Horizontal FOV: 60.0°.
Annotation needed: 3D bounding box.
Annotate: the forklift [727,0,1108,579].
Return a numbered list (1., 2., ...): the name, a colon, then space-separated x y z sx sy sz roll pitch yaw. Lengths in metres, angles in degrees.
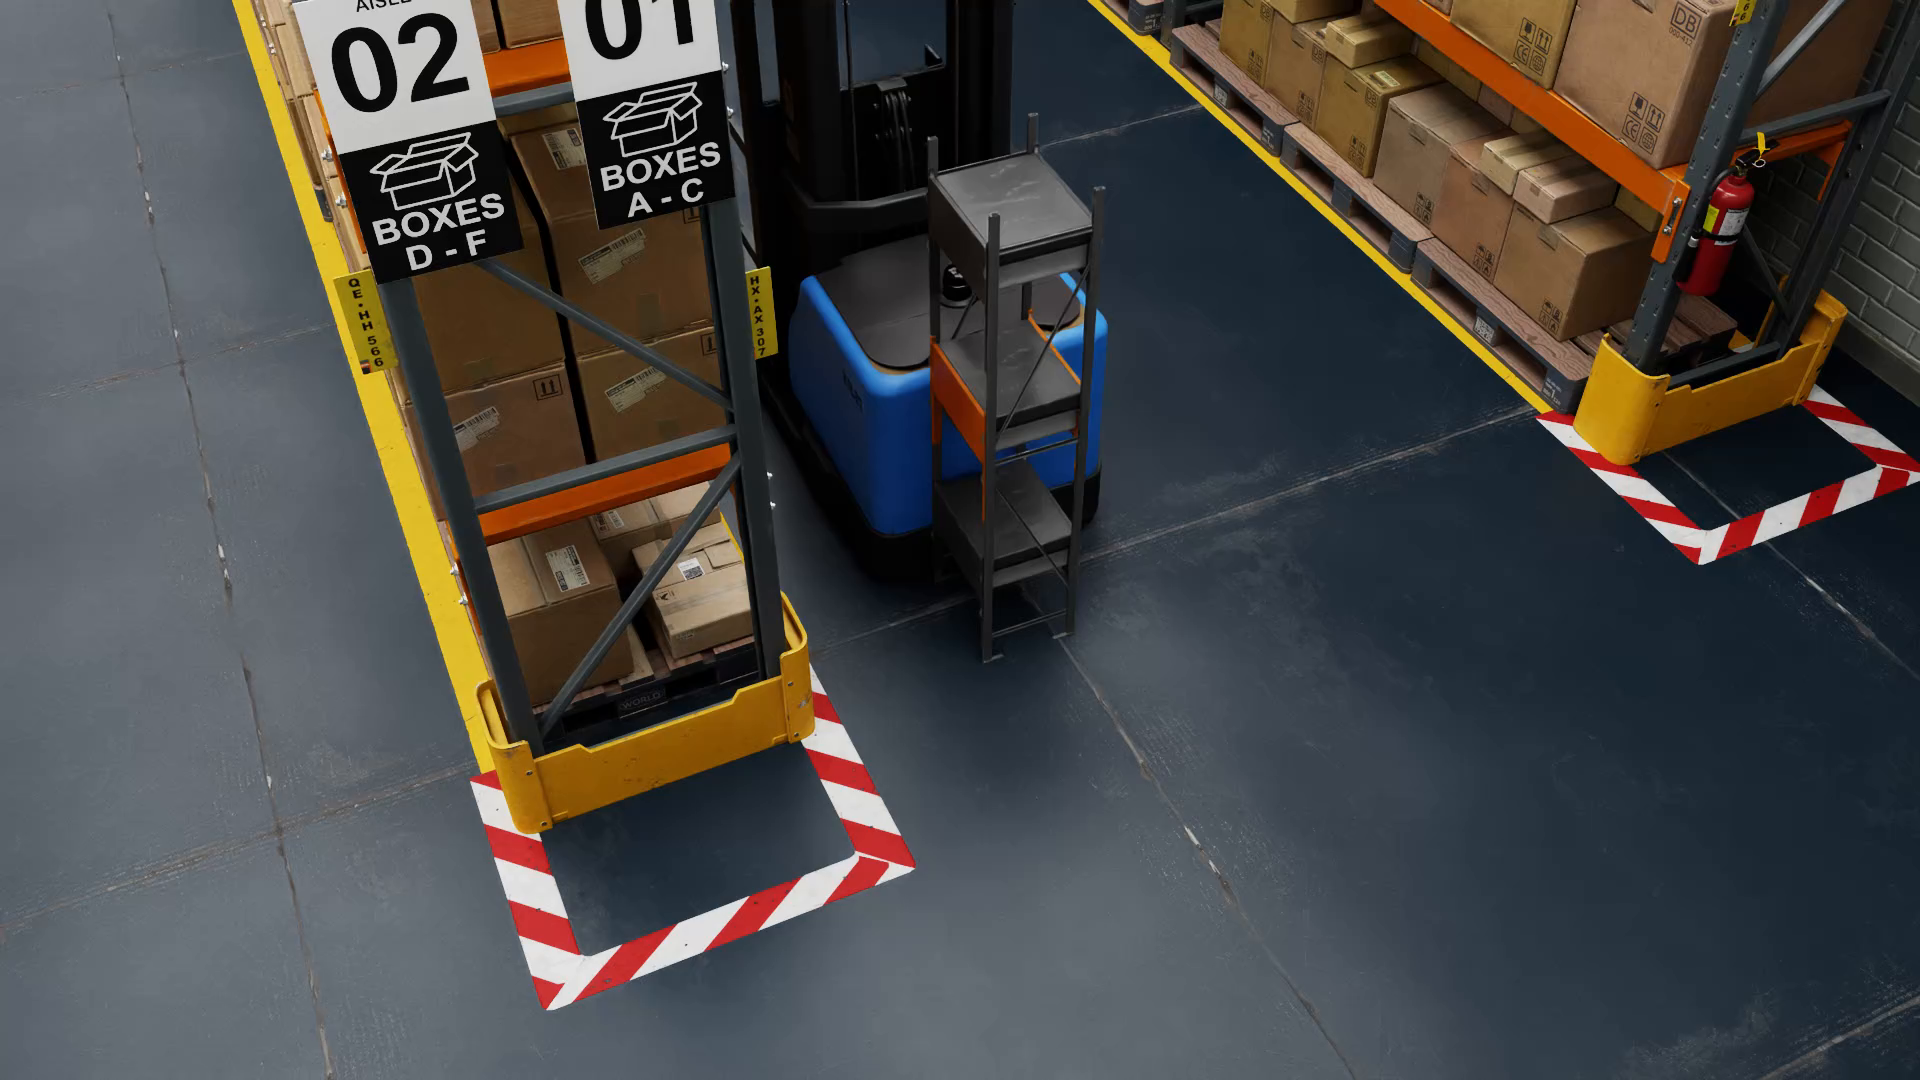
1. forklift: -0.462 -1.930 6.988 1.130 2.935 3.031 -17 47 -17

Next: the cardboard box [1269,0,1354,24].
1. cardboard box: 1.906 -2.943 8.985 0.380 0.149 0.250 -17 47 -16

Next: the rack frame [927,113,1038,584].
1. rack frame: 0.077 -0.627 6.259 0.400 2.100 0.015 -17 47 -17

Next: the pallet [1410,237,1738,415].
1. pallet: 2.981 -1.176 8.161 1.003 0.211 1.213 -18 47 -17

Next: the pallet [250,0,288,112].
1. pallet: -3.680 -3.060 10.069 1.003 0.211 1.213 -18 47 -17

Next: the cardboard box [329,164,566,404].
1. cardboard box: -1.542 -0.811 5.022 0.500 0.500 0.500 -18 48 -18

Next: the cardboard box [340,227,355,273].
1. cardboard box: -1.966 -1.107 6.034 0.500 0.500 0.500 -18 47 -17

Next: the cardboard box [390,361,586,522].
1. cardboard box: -1.540 -0.458 5.376 0.500 0.500 0.500 -17 47 -16

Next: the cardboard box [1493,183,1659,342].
1. cardboard box: 3.003 -1.359 7.841 0.700 0.500 0.500 -18 47 -17

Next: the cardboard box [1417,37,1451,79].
1. cardboard box: 2.596 -2.538 8.574 0.380 0.149 0.250 -19 48 -18

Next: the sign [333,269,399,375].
1. sign: -1.617 -0.591 4.533 0.100 0.325 0.005 -18 47 -17

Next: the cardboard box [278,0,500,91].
1. cardboard box: -1.560 -1.481 4.455 0.500 0.250 0.500 -18 47 -17

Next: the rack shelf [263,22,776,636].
1. rack shelf: -1.946 -1.236 6.748 1.077 0.370 4.000 -18 47 -17

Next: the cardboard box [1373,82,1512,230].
1. cardboard box: 2.580 -1.998 8.489 0.700 0.500 0.500 -19 48 -19

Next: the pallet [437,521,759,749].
1. pallet: -1.473 0.219 6.747 1.003 0.211 1.213 -18 47 -17

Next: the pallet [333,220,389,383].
1. pallet: -2.499 -1.336 8.322 1.003 0.211 1.213 -18 47 -17

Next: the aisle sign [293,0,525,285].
1. aisle sign: -1.354 -1.009 4.155 0.394 0.787 0.004 -18 47 -17

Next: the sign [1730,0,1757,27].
1. sign: 2.890 -2.028 6.045 0.100 0.325 0.005 -18 47 -17

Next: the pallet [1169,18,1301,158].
1. pallet: 1.955 -2.731 9.737 1.003 0.211 1.213 -18 47 -17

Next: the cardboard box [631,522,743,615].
1. cardboard box: -1.074 0.107 6.579 0.380 0.166 0.250 -18 47 -17

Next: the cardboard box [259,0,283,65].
1. cardboard box: -2.411 -2.118 6.347 0.500 0.500 0.500 -19 48 -19

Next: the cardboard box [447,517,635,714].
1. cardboard box: -1.557 0.242 6.204 0.500 0.500 0.500 -18 47 -17

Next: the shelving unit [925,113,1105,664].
1. shelving unit: 0.175 -0.470 6.100 0.431 2.100 0.503 -17 47 -17

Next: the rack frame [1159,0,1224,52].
1. rack frame: 1.706 -4.232 9.272 1.000 3.000 0.127 -18 47 -17

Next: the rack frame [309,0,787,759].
1. rack frame: -1.105 -0.217 5.203 1.000 3.000 0.127 -18 47 -17

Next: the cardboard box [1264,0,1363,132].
1. cardboard box: 2.136 -2.663 9.163 0.700 0.500 0.500 -18 48 -18

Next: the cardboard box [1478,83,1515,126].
1. cardboard box: 2.811 -2.213 8.245 0.380 0.149 0.250 -17 47 -17

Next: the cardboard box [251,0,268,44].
1. cardboard box: -3.881 -3.224 9.717 0.500 0.500 0.500 -20 48 -19

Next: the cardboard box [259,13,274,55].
1. cardboard box: -3.455 -2.581 9.065 0.500 0.500 0.500 -18 47 -17

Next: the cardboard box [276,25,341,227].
1. cardboard box: -1.977 -1.462 5.682 0.500 0.500 0.500 -17 47 -16

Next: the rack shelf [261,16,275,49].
1. rack shelf: -3.628 -3.785 9.331 1.077 0.370 4.000 -18 47 -17

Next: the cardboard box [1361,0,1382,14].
1. cardboard box: 2.381 -2.864 8.904 0.380 0.149 0.250 -19 48 -19

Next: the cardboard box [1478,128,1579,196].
1. cardboard box: 2.675 -1.781 7.807 0.380 0.149 0.250 -17 47 -16

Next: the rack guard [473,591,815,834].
1. rack guard: -1.137 0.624 6.131 1.175 0.500 0.348 -18 47 -17

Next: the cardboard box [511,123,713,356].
1. cardboard box: -1.052 -0.970 5.183 0.500 0.500 0.500 -17 47 -16

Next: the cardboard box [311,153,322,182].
1. cardboard box: -2.393 -1.752 6.687 0.500 0.500 0.500 -18 47 -18

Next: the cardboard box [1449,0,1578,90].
1. cardboard box: 2.848 -2.572 7.376 0.980 0.700 0.700 -18 48 -18

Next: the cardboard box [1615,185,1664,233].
1. cardboard box: 3.237 -1.569 7.592 0.380 0.149 0.250 -18 47 -17

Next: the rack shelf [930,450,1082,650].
1. rack shelf: 0.175 0.038 6.601 0.431 0.518 0.480 -17 47 -17
